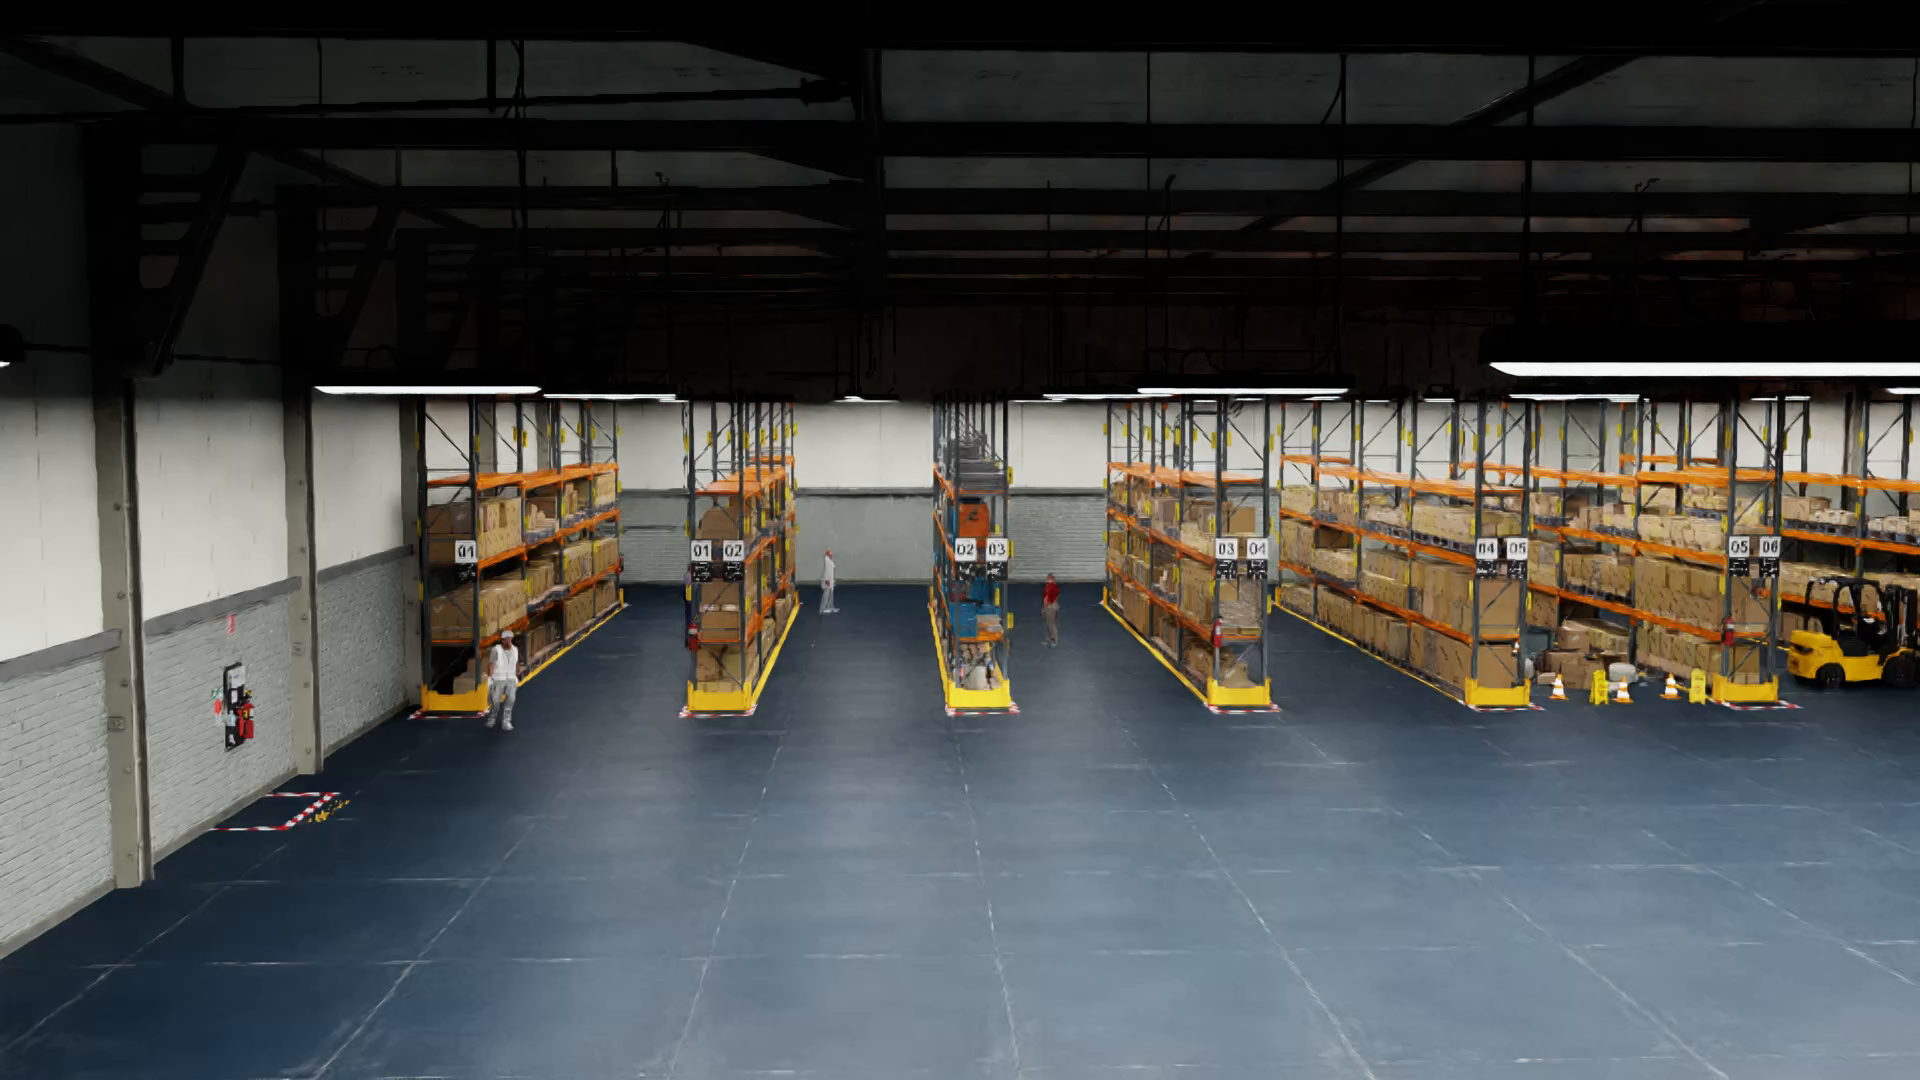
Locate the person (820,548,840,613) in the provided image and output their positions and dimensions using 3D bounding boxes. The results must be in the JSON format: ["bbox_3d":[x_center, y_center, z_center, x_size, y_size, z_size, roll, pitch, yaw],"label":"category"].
[{"bbox_3d":[-3.588,1.104,45.630,0.528,1.776,0.670,0,5,0],"label":"person"}]

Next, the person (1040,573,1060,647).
[{"bbox_3d":[2.123,1.637,39.431,0.555,1.726,0.623,2,5,27],"label":"person"}]

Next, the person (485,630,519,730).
[{"bbox_3d":[-8.073,2.452,29.333,0.599,1.772,0.575,-4,6,-37],"label":"person"}]

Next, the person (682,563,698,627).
[{"bbox_3d":[-6.908,1.403,42.780,0.430,1.653,0.530,-3,5,-31],"label":"person"}]
